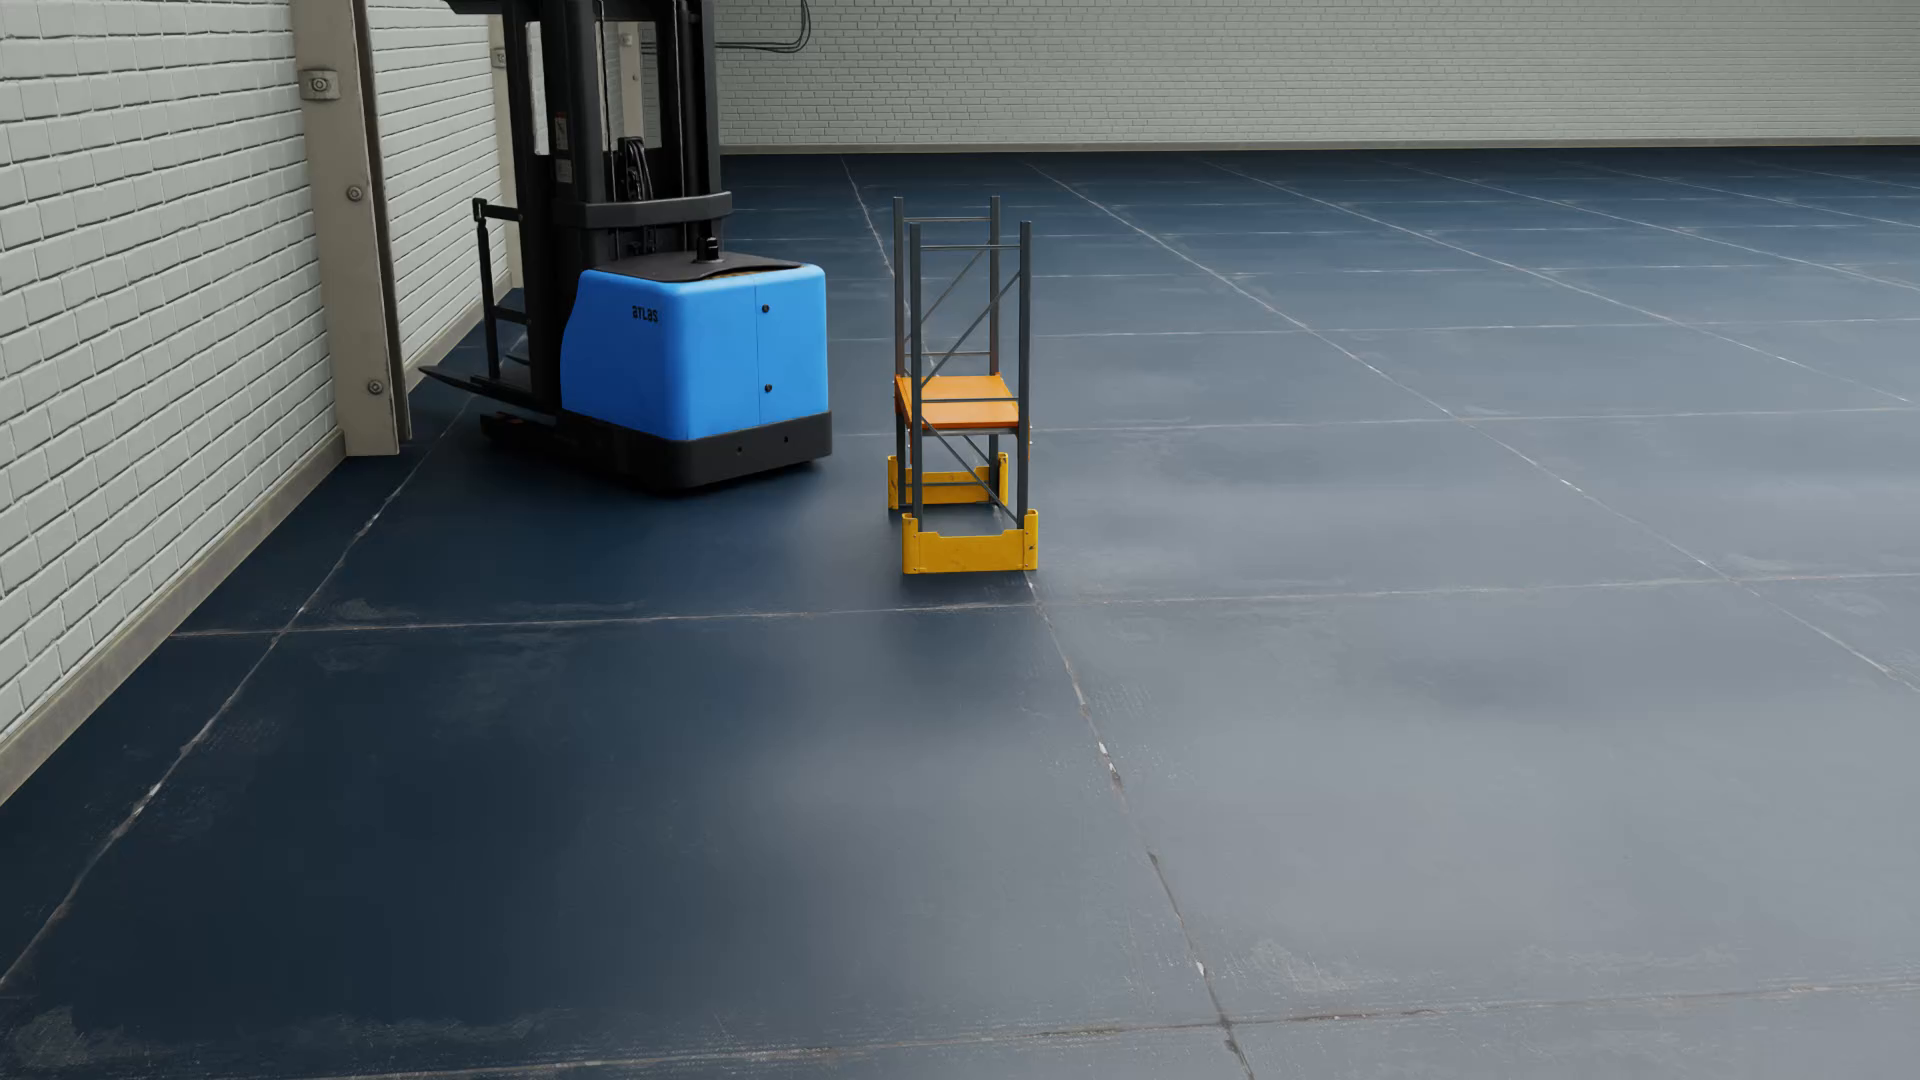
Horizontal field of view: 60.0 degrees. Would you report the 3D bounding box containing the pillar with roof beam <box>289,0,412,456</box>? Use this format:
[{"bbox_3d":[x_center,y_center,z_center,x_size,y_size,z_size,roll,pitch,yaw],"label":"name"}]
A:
[{"bbox_3d":[1.003,-4.951,8.425,9.100,9.000,0.400,-2,18,-6],"label":"pillar with roof beam"}]

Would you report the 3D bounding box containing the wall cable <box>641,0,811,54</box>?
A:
[{"bbox_3d":[-4.124,-9.618,28.474,3.097,2.526,0.112,-2,18,-6],"label":"wall cable"}]

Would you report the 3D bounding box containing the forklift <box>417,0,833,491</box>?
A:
[{"bbox_3d":[-2.078,-2.007,9.176,1.130,2.935,3.031,-17,24,-42],"label":"forklift"}]

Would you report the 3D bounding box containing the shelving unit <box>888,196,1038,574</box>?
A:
[{"bbox_3d":[-0.008,-0.738,7.525,0.587,1.500,1.083,-2,18,-6],"label":"shelving unit"}]

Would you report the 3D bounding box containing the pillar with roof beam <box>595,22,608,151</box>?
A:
[{"bbox_3d":[-0.235,-8.526,19.813,9.100,9.000,0.400,-2,18,-6],"label":"pillar with roof beam"}]

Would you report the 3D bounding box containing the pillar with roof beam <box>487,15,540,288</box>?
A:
[{"bbox_3d":[0.384,-6.739,14.119,9.100,9.000,0.400,-2,18,-6],"label":"pillar with roof beam"}]

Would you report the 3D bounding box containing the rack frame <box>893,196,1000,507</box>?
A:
[{"bbox_3d":[-0.061,-0.892,8.016,0.500,1.500,0.032,-2,18,-6],"label":"rack frame"}]

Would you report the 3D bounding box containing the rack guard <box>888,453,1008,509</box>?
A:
[{"bbox_3d":[-0.059,-0.290,8.185,0.587,0.250,0.087,-2,18,-6],"label":"rack guard"}]

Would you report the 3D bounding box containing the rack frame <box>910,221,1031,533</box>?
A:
[{"bbox_3d":[0.044,-0.590,7.051,0.500,1.500,0.032,-2,18,-6],"label":"rack frame"}]

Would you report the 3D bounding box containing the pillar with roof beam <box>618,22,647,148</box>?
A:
[{"bbox_3d":[-0.854,-10.314,25.507,9.100,9.000,0.400,-2,18,-6],"label":"pillar with roof beam"}]

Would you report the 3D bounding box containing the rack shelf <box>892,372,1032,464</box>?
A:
[{"bbox_3d":[-0.009,-0.569,7.587,0.538,0.185,1.000,-2,18,-6],"label":"rack shelf"}]

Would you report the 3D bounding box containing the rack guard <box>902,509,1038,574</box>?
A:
[{"bbox_3d":[0.043,0.006,7.239,0.587,0.250,0.087,-2,18,-6],"label":"rack guard"}]
